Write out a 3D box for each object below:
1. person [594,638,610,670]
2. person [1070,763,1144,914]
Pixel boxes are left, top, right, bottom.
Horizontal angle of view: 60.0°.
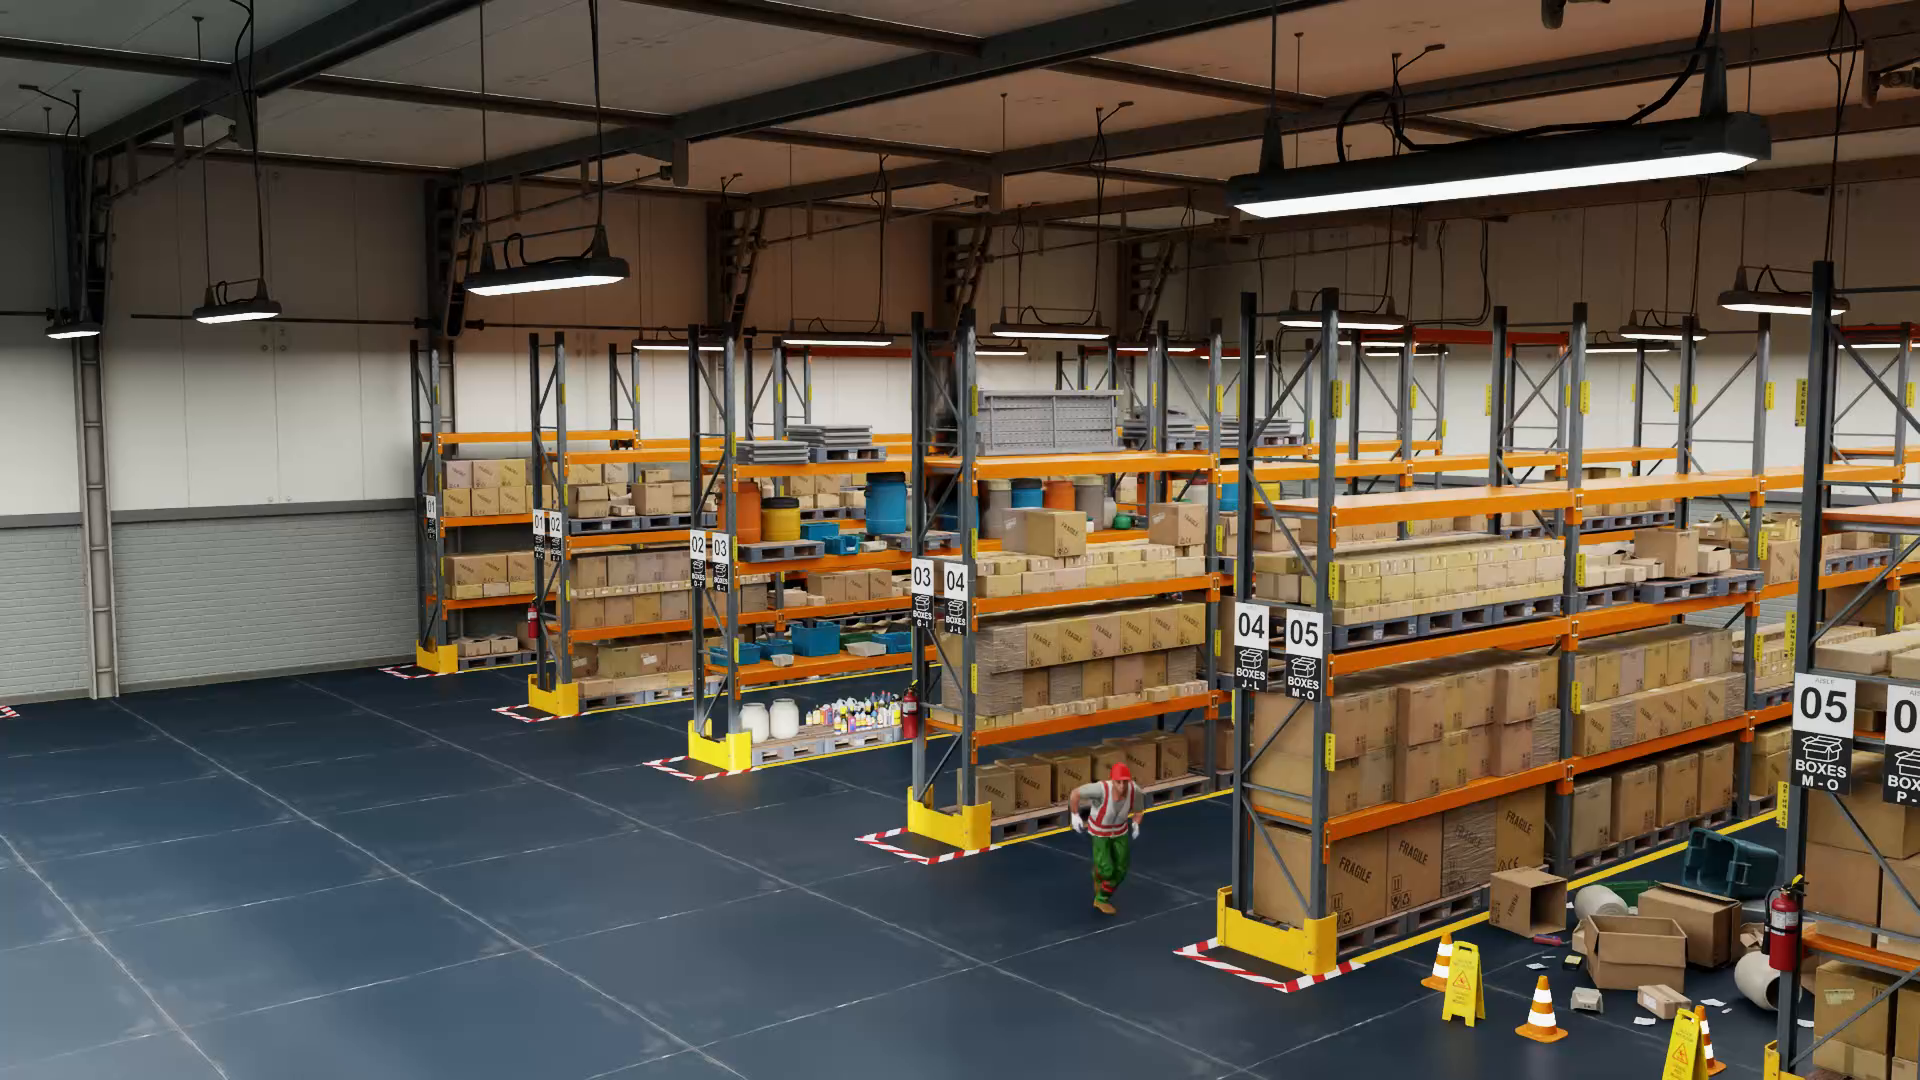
[{"bbox_3d":[-6.180,1.645,28.723,0.557,1.716,0.901,4,7,40],"label":"person"},{"bbox_3d":[1.426,2.892,16.096,0.694,1.592,0.826,-1,5,-14],"label":"person"}]
